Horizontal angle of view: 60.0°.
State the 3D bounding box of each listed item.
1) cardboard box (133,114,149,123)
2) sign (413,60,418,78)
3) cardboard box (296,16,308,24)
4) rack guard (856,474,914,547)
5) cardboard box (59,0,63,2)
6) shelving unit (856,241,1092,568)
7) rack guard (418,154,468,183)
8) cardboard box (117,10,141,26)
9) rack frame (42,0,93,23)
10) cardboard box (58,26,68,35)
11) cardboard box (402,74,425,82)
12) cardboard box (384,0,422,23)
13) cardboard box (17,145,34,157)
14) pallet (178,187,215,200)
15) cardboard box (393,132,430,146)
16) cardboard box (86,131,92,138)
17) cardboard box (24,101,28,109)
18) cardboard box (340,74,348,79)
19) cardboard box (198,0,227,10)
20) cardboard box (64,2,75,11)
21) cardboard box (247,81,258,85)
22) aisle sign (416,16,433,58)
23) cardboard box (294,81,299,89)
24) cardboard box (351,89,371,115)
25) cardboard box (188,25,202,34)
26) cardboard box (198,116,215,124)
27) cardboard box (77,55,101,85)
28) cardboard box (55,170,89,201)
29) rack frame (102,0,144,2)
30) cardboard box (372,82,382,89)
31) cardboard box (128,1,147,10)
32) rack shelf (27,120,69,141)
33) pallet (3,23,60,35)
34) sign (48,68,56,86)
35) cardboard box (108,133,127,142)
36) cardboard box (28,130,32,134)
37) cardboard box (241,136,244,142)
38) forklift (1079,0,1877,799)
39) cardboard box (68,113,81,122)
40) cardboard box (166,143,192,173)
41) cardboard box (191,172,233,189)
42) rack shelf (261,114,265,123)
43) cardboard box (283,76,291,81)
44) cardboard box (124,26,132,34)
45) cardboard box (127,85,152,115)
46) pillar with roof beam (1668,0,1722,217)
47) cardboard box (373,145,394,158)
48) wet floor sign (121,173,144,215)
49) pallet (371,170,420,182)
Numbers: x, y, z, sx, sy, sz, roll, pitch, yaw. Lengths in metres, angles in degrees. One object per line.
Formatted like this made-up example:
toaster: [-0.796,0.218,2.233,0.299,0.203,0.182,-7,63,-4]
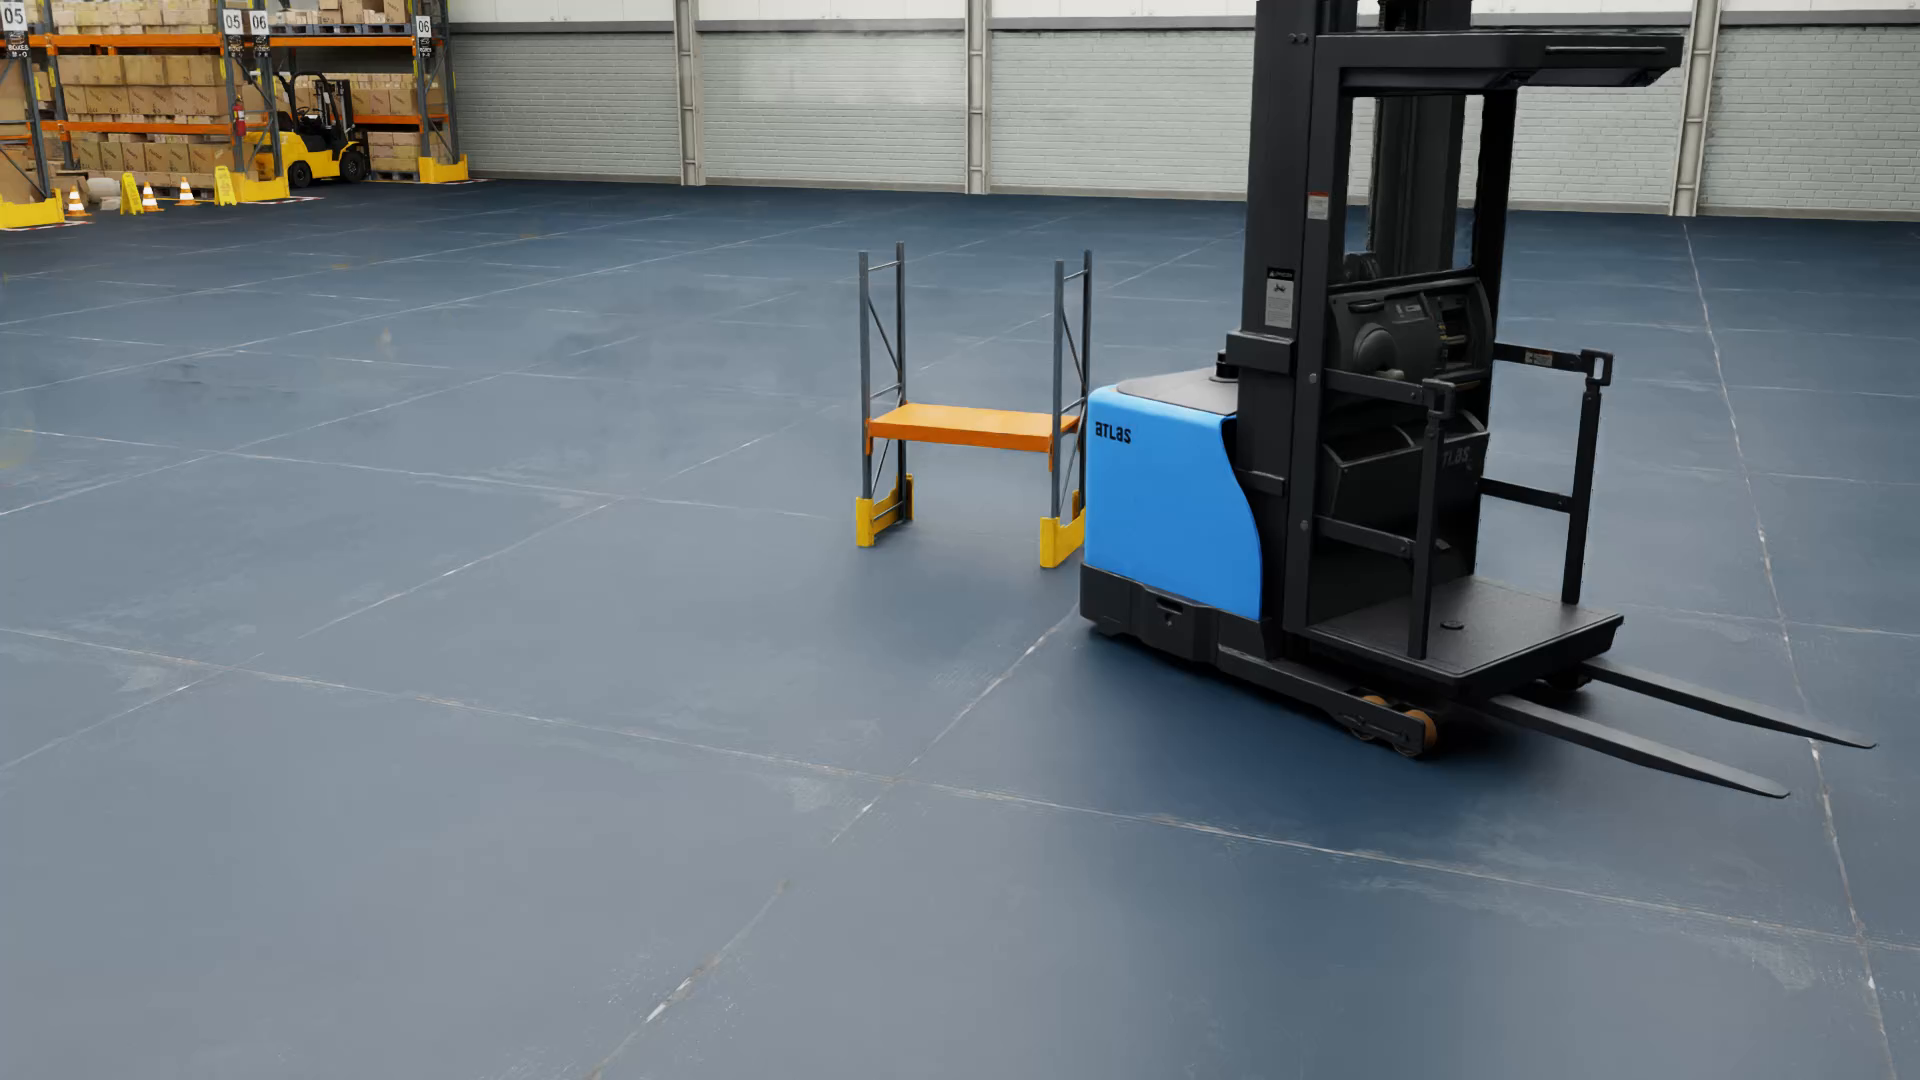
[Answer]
cardboard box: [-14.449,-7.491,29.546,0.250,0.149,0.380,6,17,20]
sign: [-10.729,-9.287,32.783,0.005,0.325,0.100,6,17,21]
cardboard box: [-13.217,-10.532,33.711,0.250,0.149,0.380,7,18,22]
rack guard: [-0.392,-0.163,8.787,0.087,0.250,0.587,6,17,21]
cardboard box: [-16.920,-9.901,30.636,0.500,0.250,0.500,6,17,19]
shelving unit: [0.071,-0.712,8.438,1.083,1.500,0.587,6,17,21]
rack guard: [-10.495,-7.554,33.798,0.348,0.500,1.175,6,17,21]
cardboard box: [-14.332,-9.118,29.055,0.500,0.250,0.500,6,17,21]
rack frame: [-16.056,-10.759,29.595,0.127,3.000,1.000,6,17,21]
cardboard box: [-15.854,-9.102,29.716,0.250,0.149,0.380,6,17,20]
cardboard box: [-10.928,-9.241,33.250,0.250,0.149,0.380,6,17,21]
cardboard box: [-11.018,-10.477,32.891,0.500,0.500,0.500,7,18,22]
cardboard box: [-20.814,-8.826,37.426,0.500,0.500,0.500,6,17,20]
pallet: [-13.148,-6.230,29.755,1.213,0.211,1.003,6,17,21]
cardboard box: [-11.060,-8.084,33.527,0.500,0.250,0.500,7,18,22]
cardboard box: [-19.006,-8.931,36.624,0.250,0.149,0.380,6,17,19]
cardboard box: [-16.875,-7.972,30.451,0.250,0.149,0.380,6,17,19]
cardboard box: [-12.357,-9.397,33.785,0.250,0.149,0.380,7,17,21]
cardboard box: [-12.758,-9.130,28.383,0.250,0.149,0.380,6,17,21]
cardboard box: [-15.630,-9.445,29.469,0.250,0.149,0.380,7,18,22]
cardboard box: [-14.637,-9.503,34.685,0.250,0.149,0.380,7,18,23]
aisle sign: [-10.564,-9.922,32.810,0.004,0.787,0.394,6,17,21]
cardboard box: [-13.544,-9.379,34.259,0.250,0.149,0.380,6,17,21]
cardboard box: [-12.027,-8.895,33.754,0.500,0.500,0.500,6,17,20]
cardboard box: [-13.013,-8.770,28.573,0.250,0.149,0.380,6,17,21]
cardboard box: [-13.038,-7.328,28.988,0.250,0.149,0.380,6,17,20]
cardboard box: [-15.259,-8.390,29.688,0.500,0.500,0.700,6,17,21]
cardboard box: [-15.558,-6.217,29.186,0.500,0.500,0.500,-9,18,-27]
rack frame: [-17.959,-12.456,35.440,0.127,3.000,1.000,6,17,21]
cardboard box: [-11.636,-9.168,33.532,0.250,0.149,0.380,6,17,20]
cardboard box: [-14.197,-9.278,28.893,0.250,0.149,0.380,7,18,22]
rack shelf: [-17.916,-7.737,31.236,4.000,0.370,1.077,6,17,21]
pallet: [-16.591,-9.319,30.352,1.003,0.211,1.213,6,17,21]
sign: [-16.256,-8.290,29.773,0.005,0.325,0.100,6,17,21]
cardboard box: [-15.033,-7.220,29.835,0.250,0.149,0.380,7,18,23]
cardboard box: [-20.655,-9.135,37.328,0.250,0.149,0.380,6,17,20]
cardboard box: [-14.728,-8.278,35.313,0.625,0.625,0.875,7,18,23]
forklift: [1.843,-0.784,6.119,1.130,2.935,3.031,-13,21,-37]
cardboard box: [-15.881,-7.642,30.069,0.250,0.149,0.380,6,17,20]
cardboard box: [-13.663,-6.777,29.472,0.500,0.500,0.500,7,18,23]
cardboard box: [-13.208,-6.366,29.399,0.500,0.250,0.500,6,17,20]
rack shelf: [-16.099,-9.025,35.672,4.000,0.370,1.077,6,17,21]
cardboard box: [-13.768,-9.560,34.348,0.250,0.149,0.380,7,17,21]
cardboard box: [-14.419,-8.944,29.174,0.250,0.149,0.380,6,17,21]
cardboard box: [-14.334,-7.805,29.467,0.500,0.500,0.500,6,17,21]
pillar with roof beam: [9.912,-8.371,21.369,0.400,9.000,9.100,6,17,21]
cardboard box: [-11.547,-7.901,33.791,0.500,0.250,0.500,6,17,20]
wet floor sign: [-13.304,-5.555,26.651,0.232,0.644,0.267,3,17,11]
pallet: [-11.244,-7.485,34.078,1.213,0.211,1.003,6,17,21]
